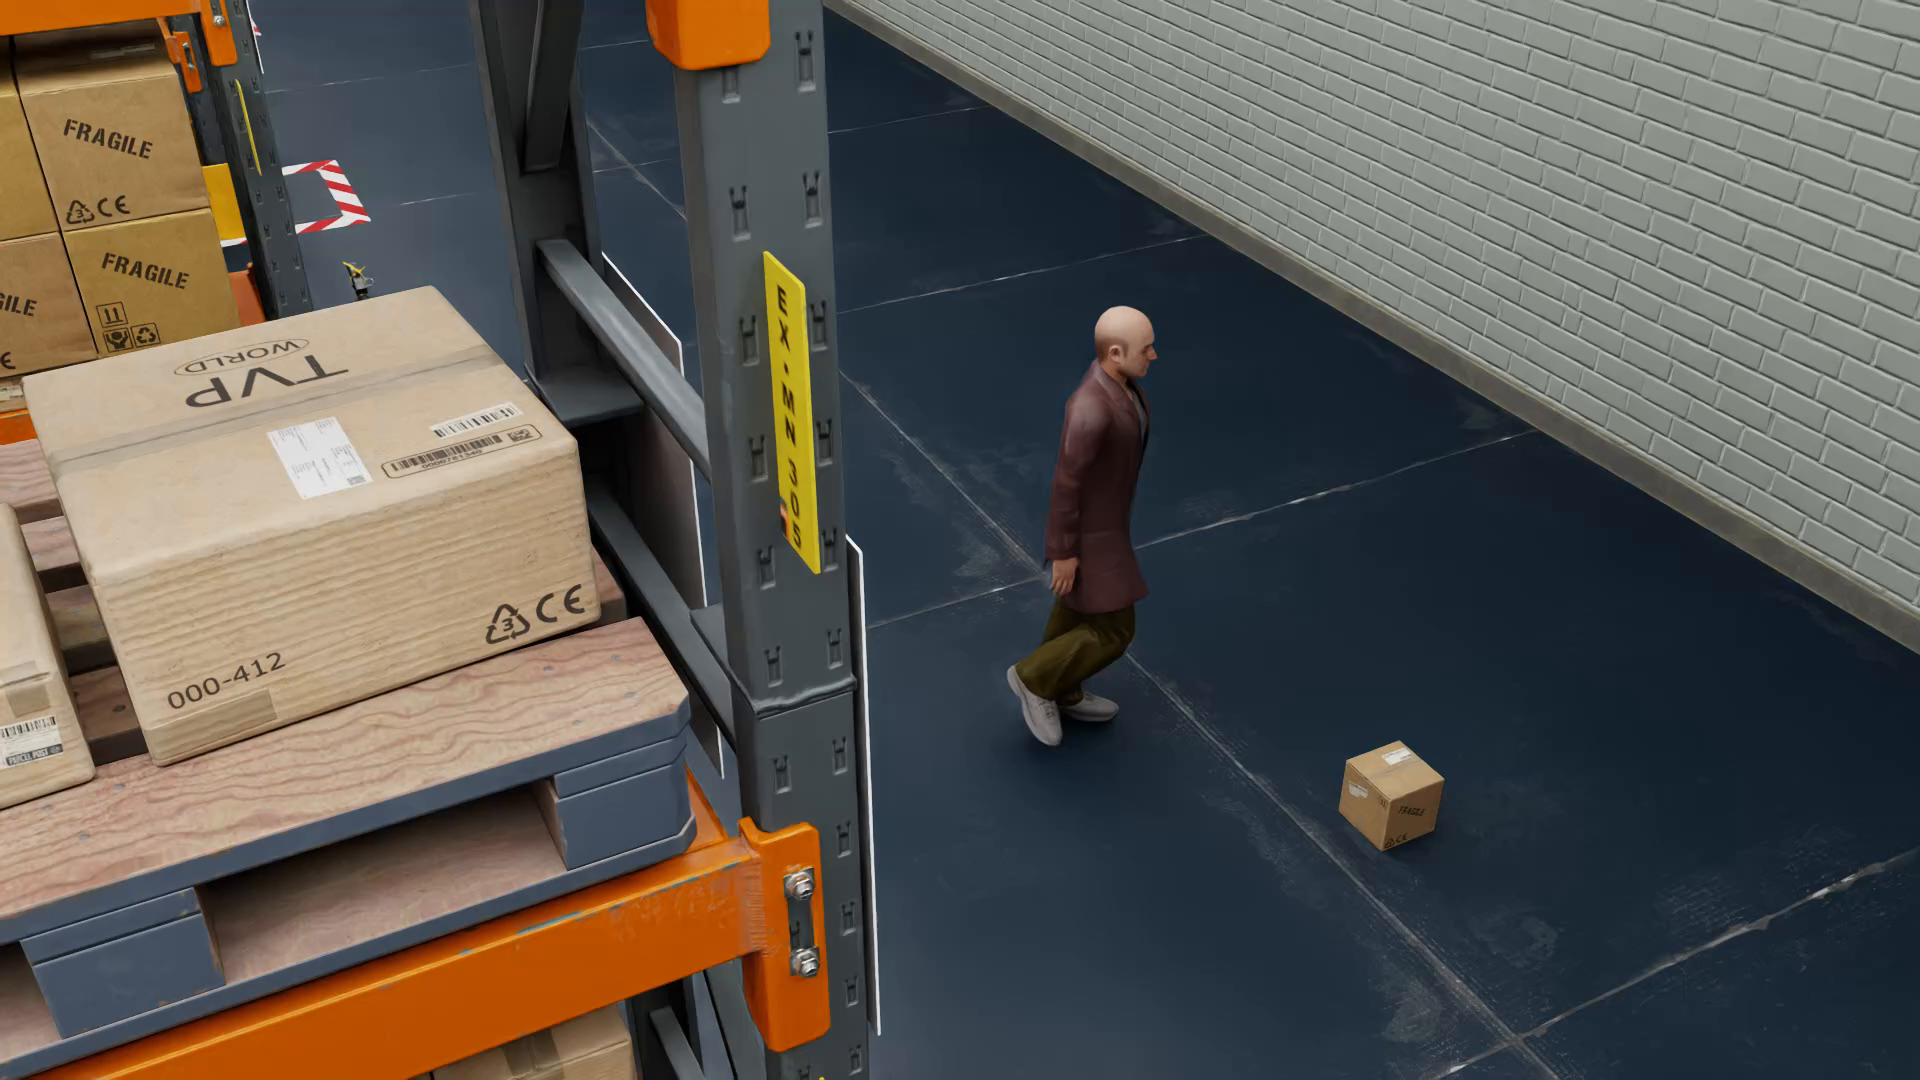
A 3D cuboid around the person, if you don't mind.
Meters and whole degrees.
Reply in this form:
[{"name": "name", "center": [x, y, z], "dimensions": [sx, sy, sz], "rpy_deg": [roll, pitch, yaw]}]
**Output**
[{"name": "person", "center": [0.460, -0.040, 6.180], "dimensions": [0.539, 1.770, 0.608], "rpy_deg": [6, 33, 10]}]
